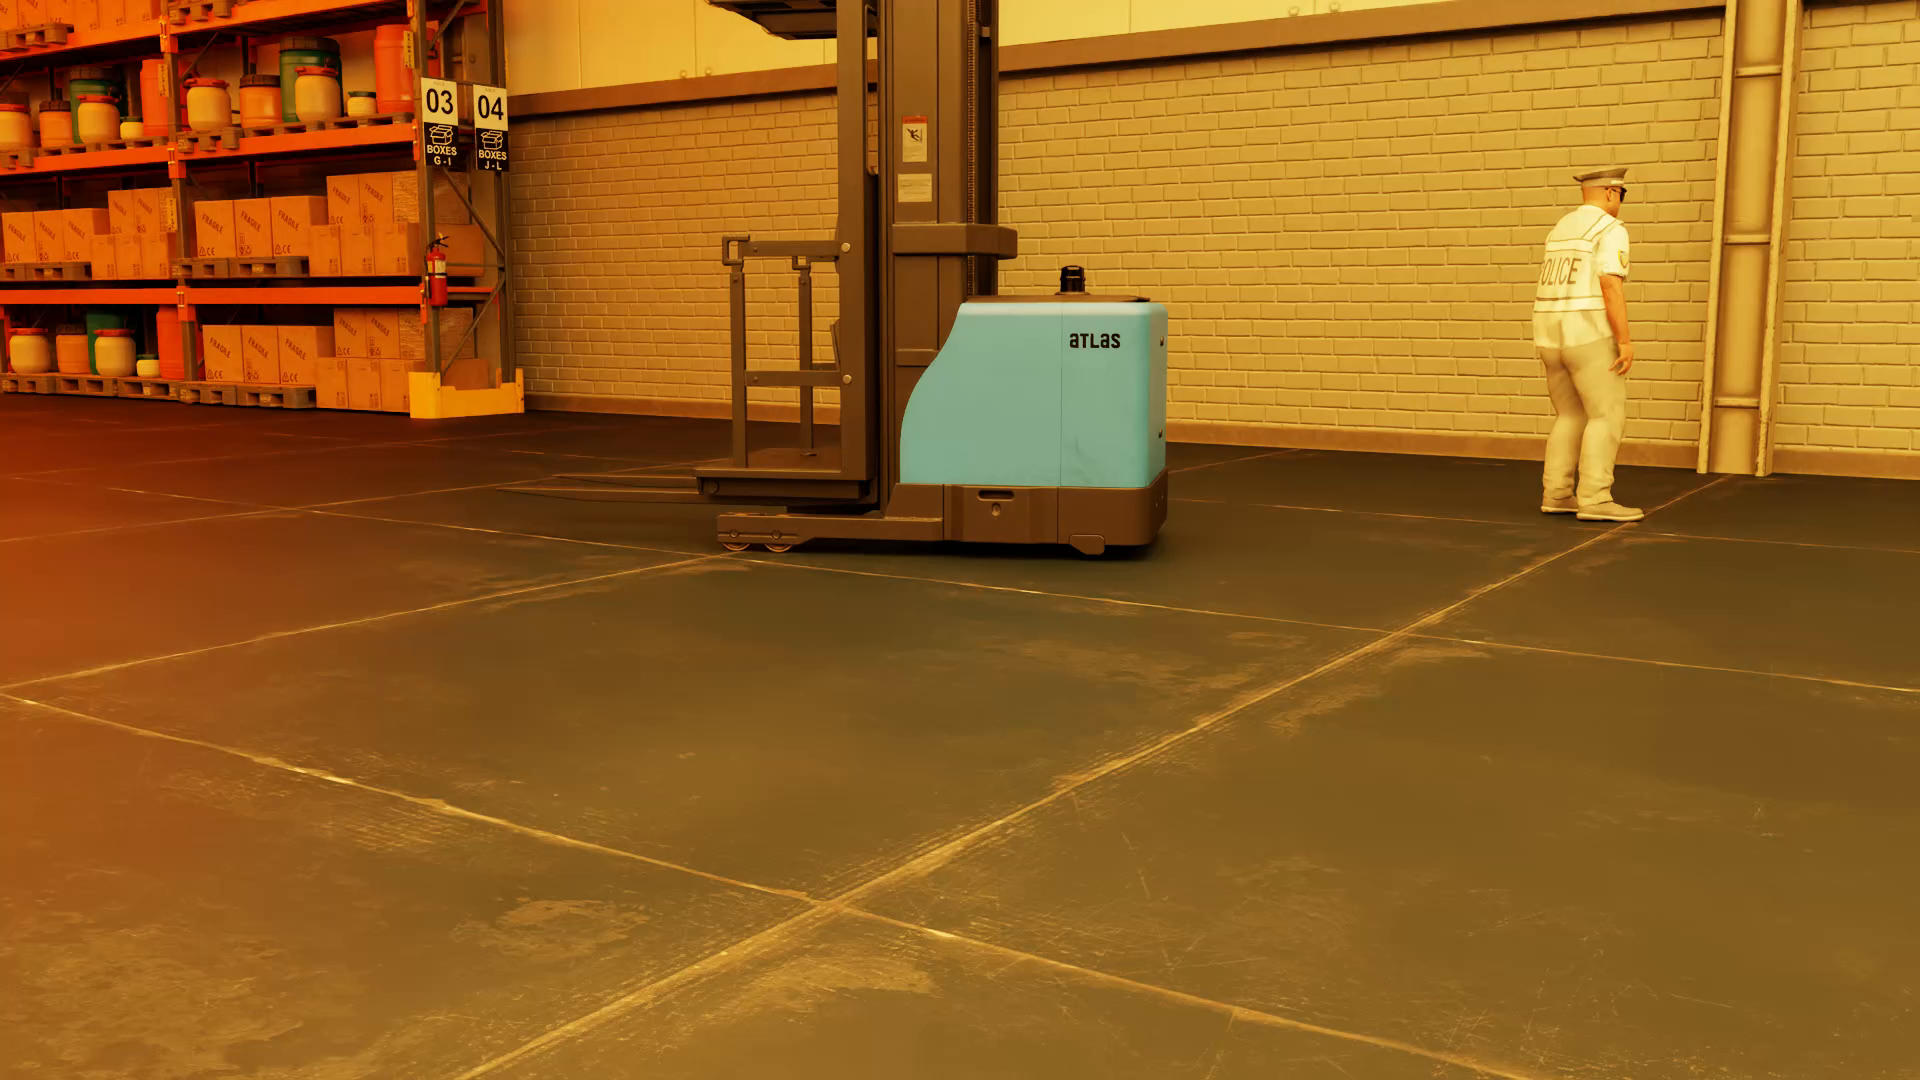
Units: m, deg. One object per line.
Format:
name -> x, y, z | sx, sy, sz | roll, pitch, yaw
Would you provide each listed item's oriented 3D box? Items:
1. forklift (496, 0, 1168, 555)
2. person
forklift -> -0.596, -1.469, 7.520 | 3.031, 2.935, 1.130 | 2, 8, 12
person -> 3.129, -0.988, 8.337 | 0.443, 1.747, 0.600 | -2, 8, -17
